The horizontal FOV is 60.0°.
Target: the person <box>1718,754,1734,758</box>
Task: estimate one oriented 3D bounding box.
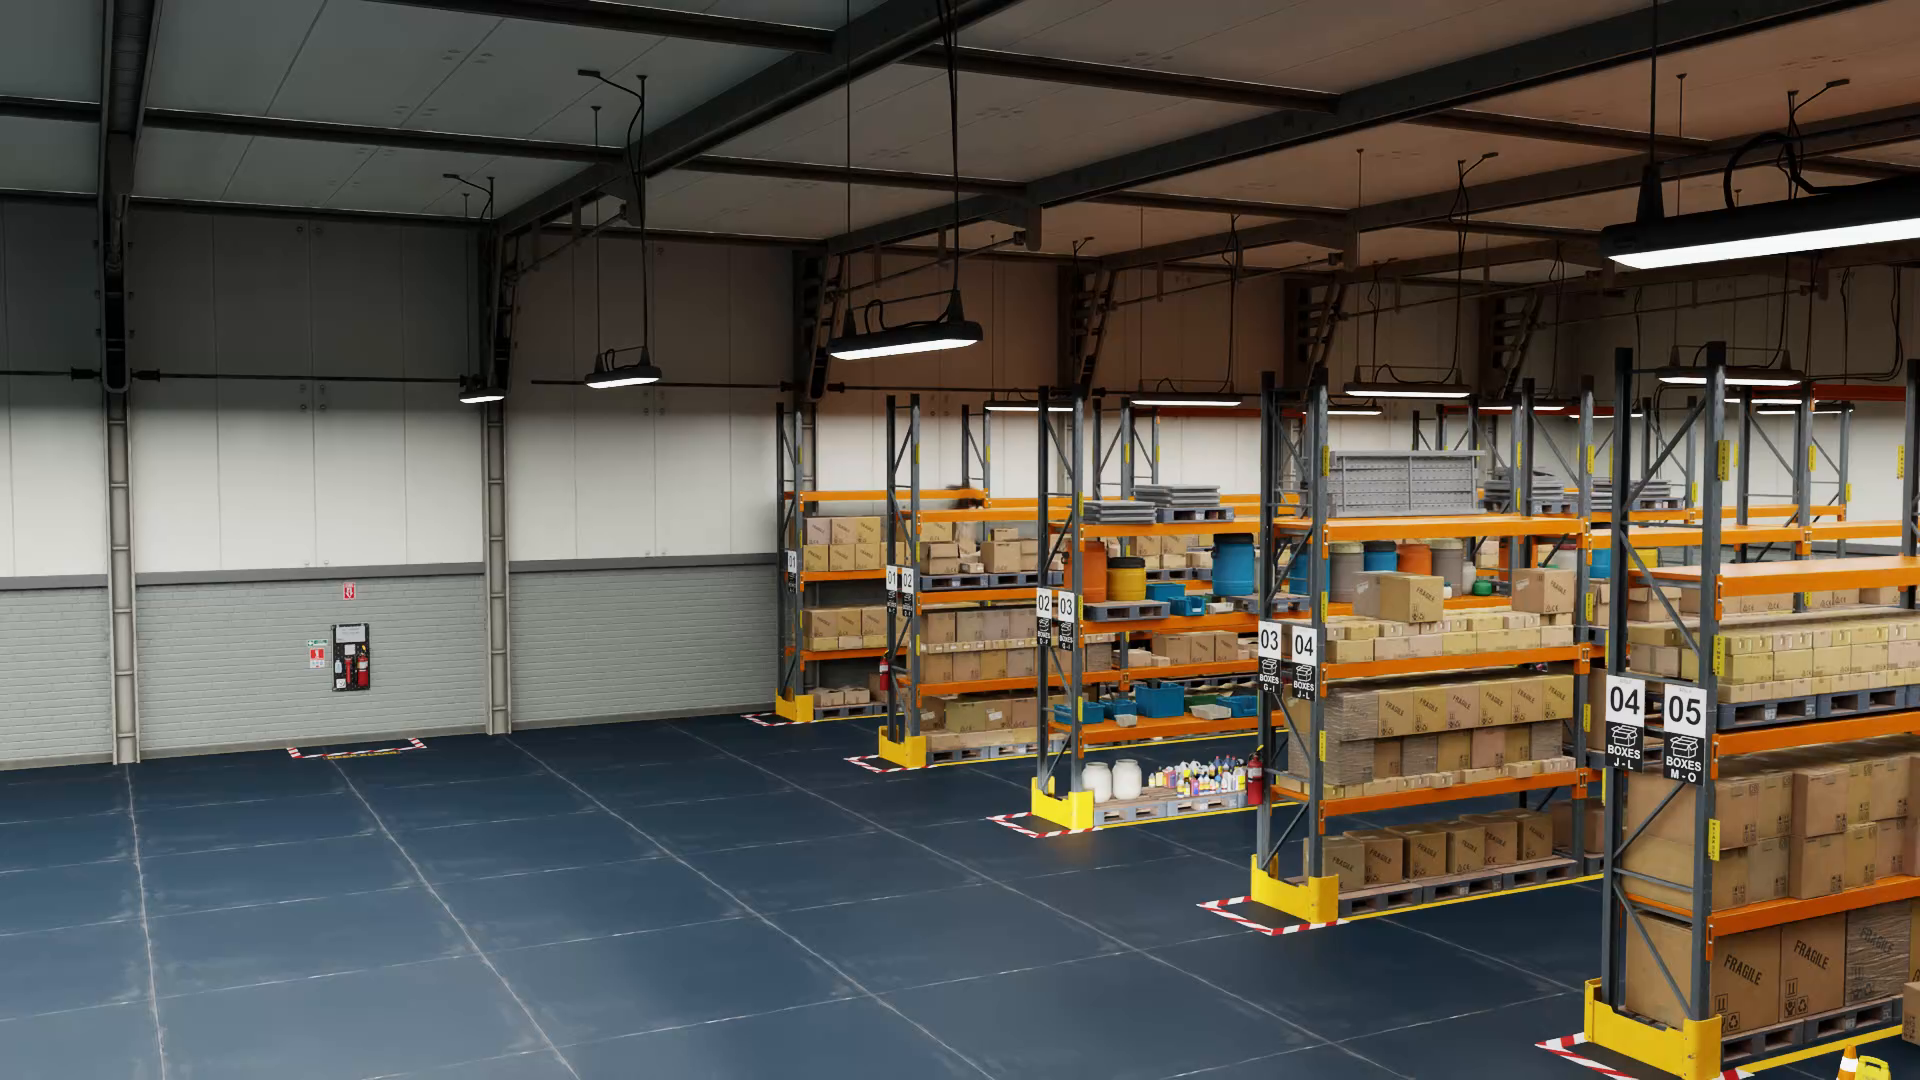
[{"bbox_3d":[8.835,3.229,19.473,0.530,1.679,0.429,-1,3,-19],"label":"person"}]
